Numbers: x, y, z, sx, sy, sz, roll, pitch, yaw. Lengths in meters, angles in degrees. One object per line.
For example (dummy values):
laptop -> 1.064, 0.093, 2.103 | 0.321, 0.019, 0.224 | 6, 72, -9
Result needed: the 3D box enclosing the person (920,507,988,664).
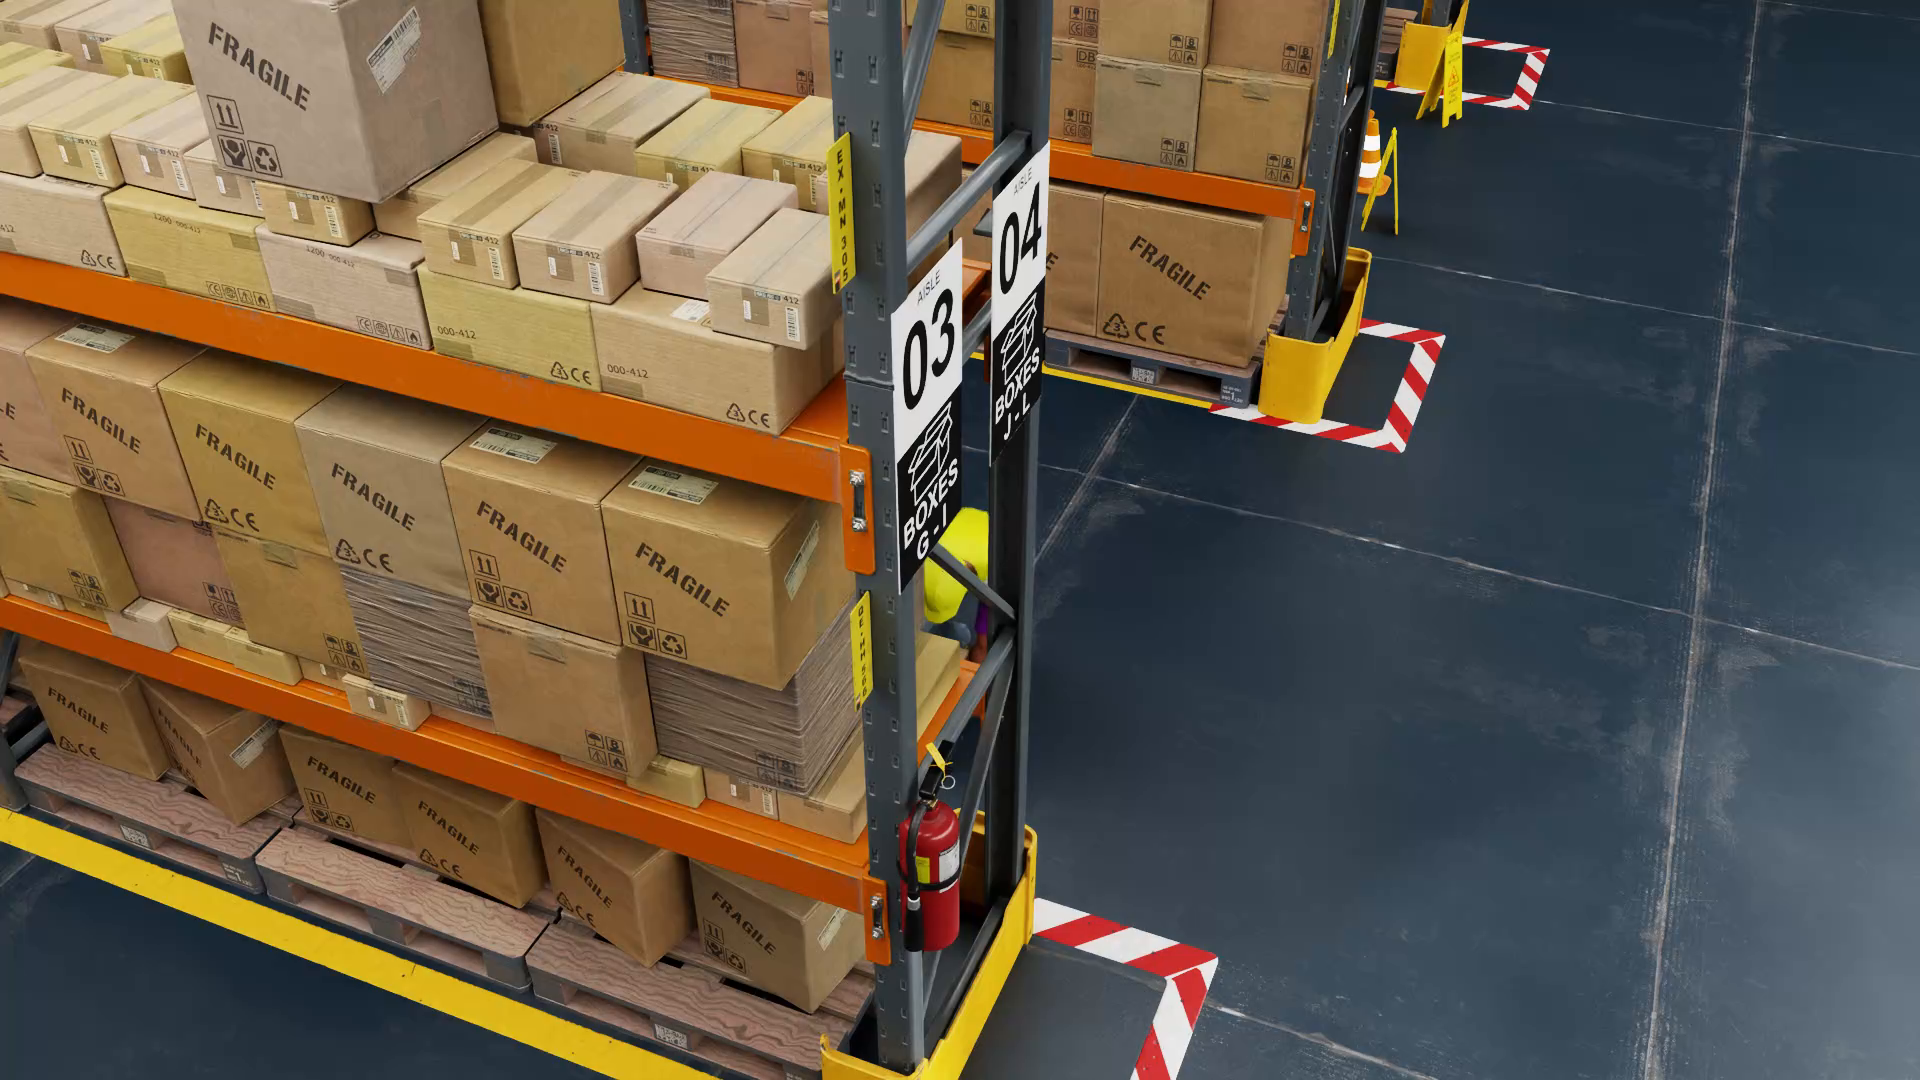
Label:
person -> 0.030, 0.272, 7.074 | 0.534, 1.008, 0.918 | 13, 39, 16
